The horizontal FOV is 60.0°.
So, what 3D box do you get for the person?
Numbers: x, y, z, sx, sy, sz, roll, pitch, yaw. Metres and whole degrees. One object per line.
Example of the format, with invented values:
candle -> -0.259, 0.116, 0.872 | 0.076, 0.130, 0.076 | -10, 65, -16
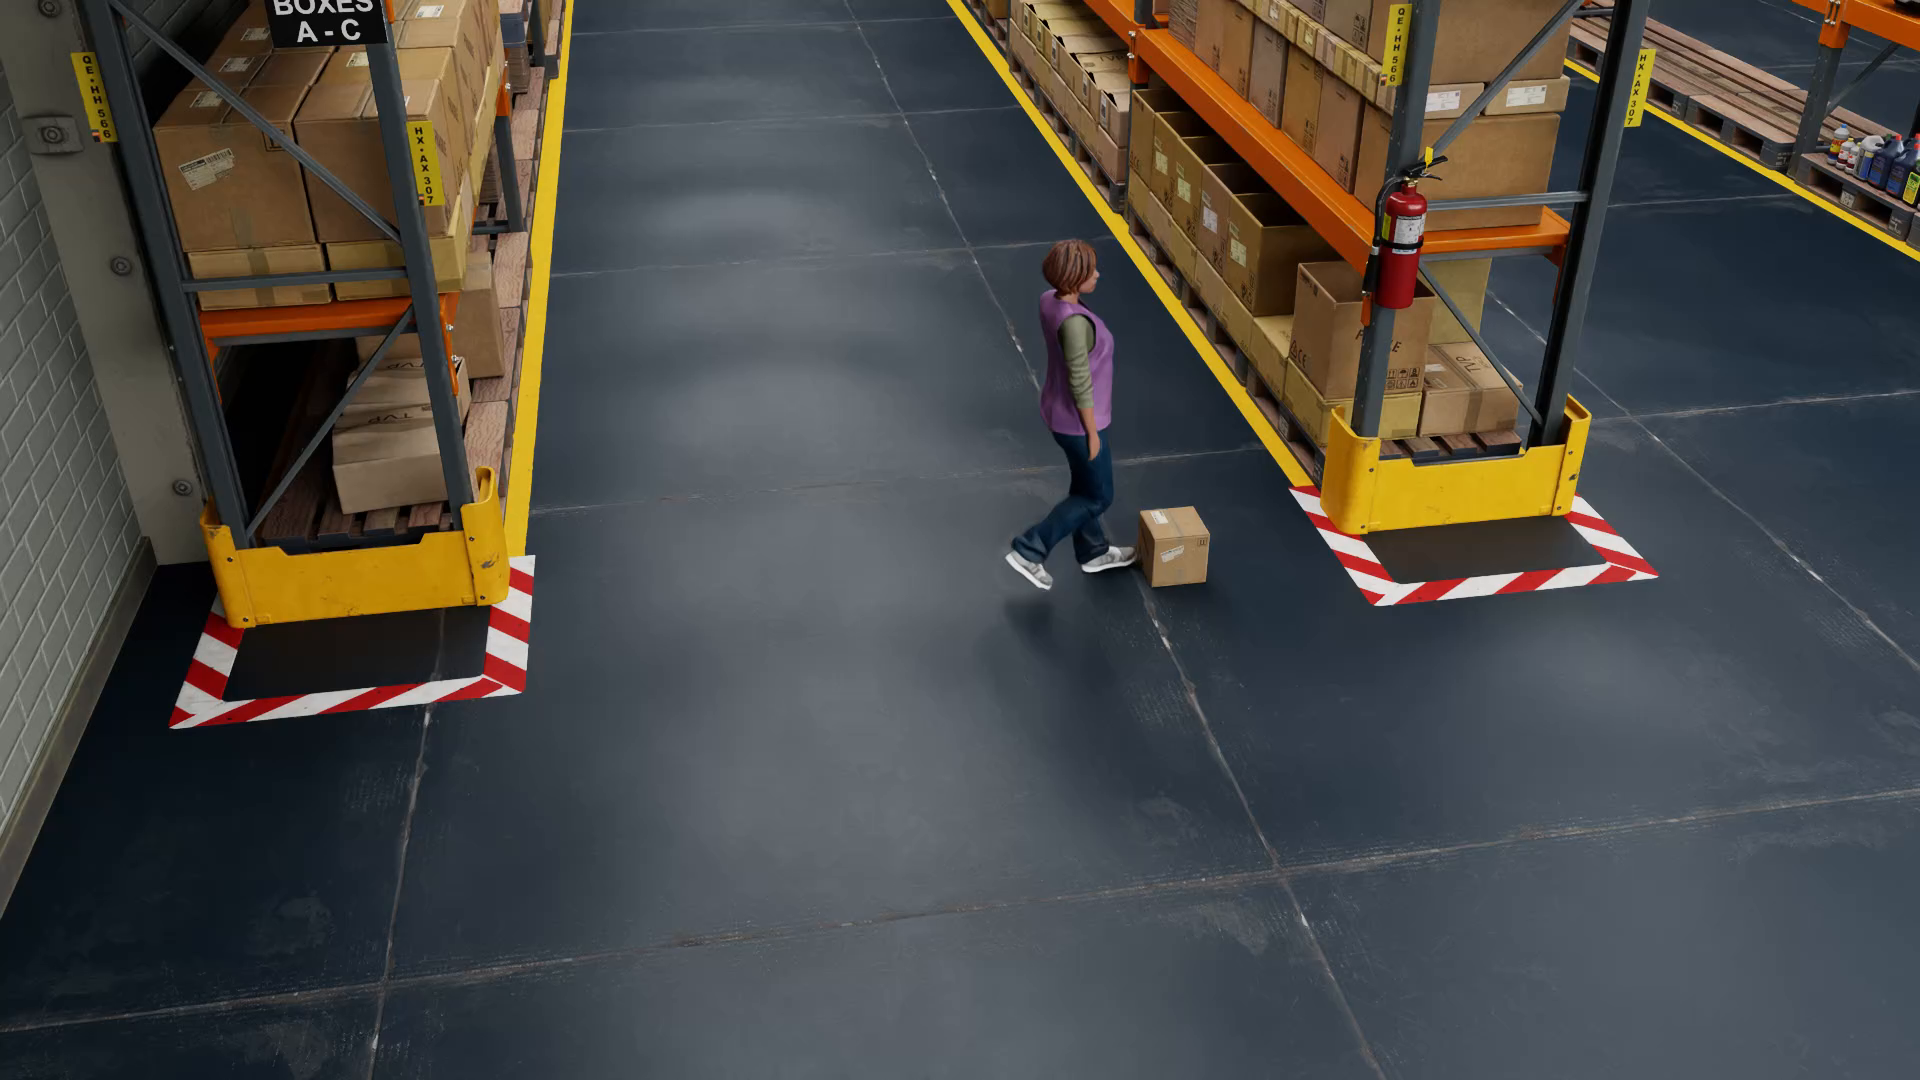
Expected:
person -> 0.497, -0.503, 6.981 | 0.649, 1.565, 0.427 | -5, 31, -8
